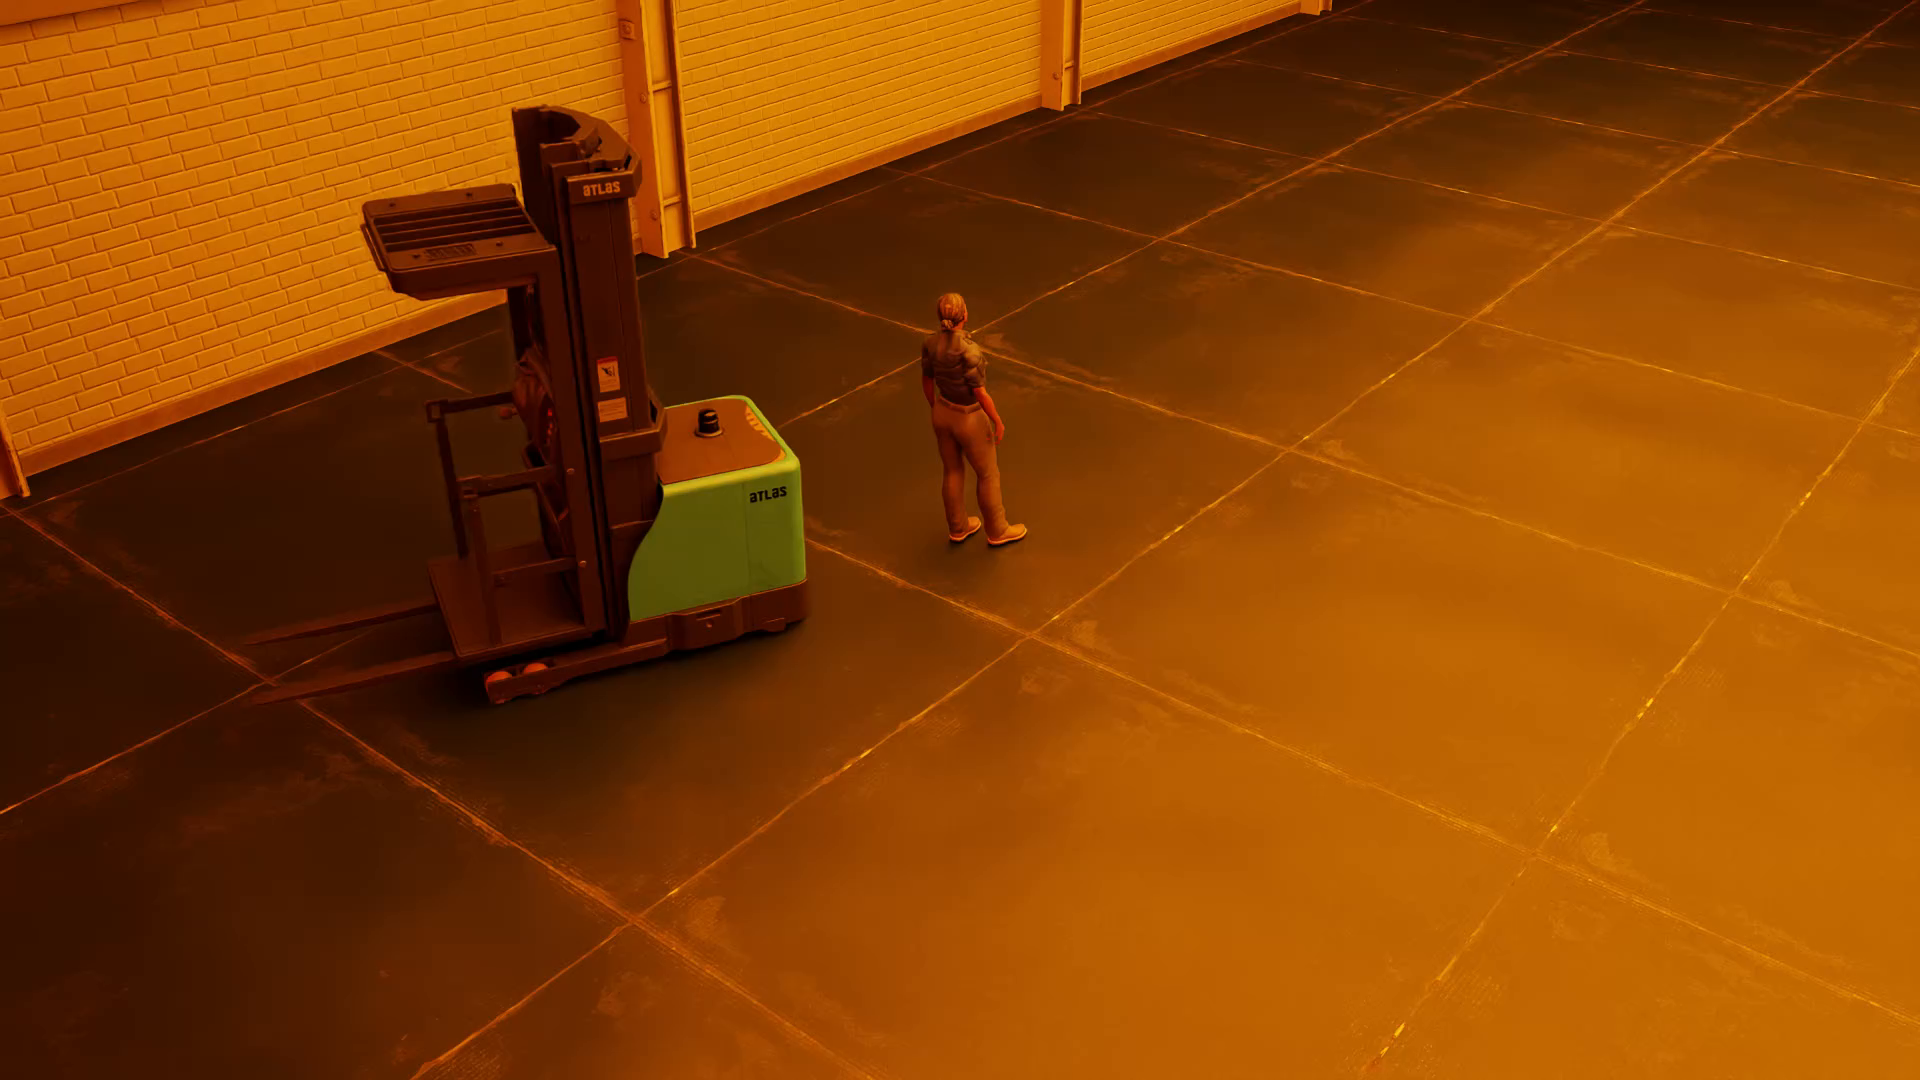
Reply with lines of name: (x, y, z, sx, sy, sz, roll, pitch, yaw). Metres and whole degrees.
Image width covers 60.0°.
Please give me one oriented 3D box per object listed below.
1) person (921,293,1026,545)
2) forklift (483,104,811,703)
person: (0.071, -0.707, 10.151, 0.569, 1.558, 0.504, 22, 37, 33)
forklift: (-2.429, -0.690, 8.775, 3.031, 2.935, 1.130, -13, 33, -21)
